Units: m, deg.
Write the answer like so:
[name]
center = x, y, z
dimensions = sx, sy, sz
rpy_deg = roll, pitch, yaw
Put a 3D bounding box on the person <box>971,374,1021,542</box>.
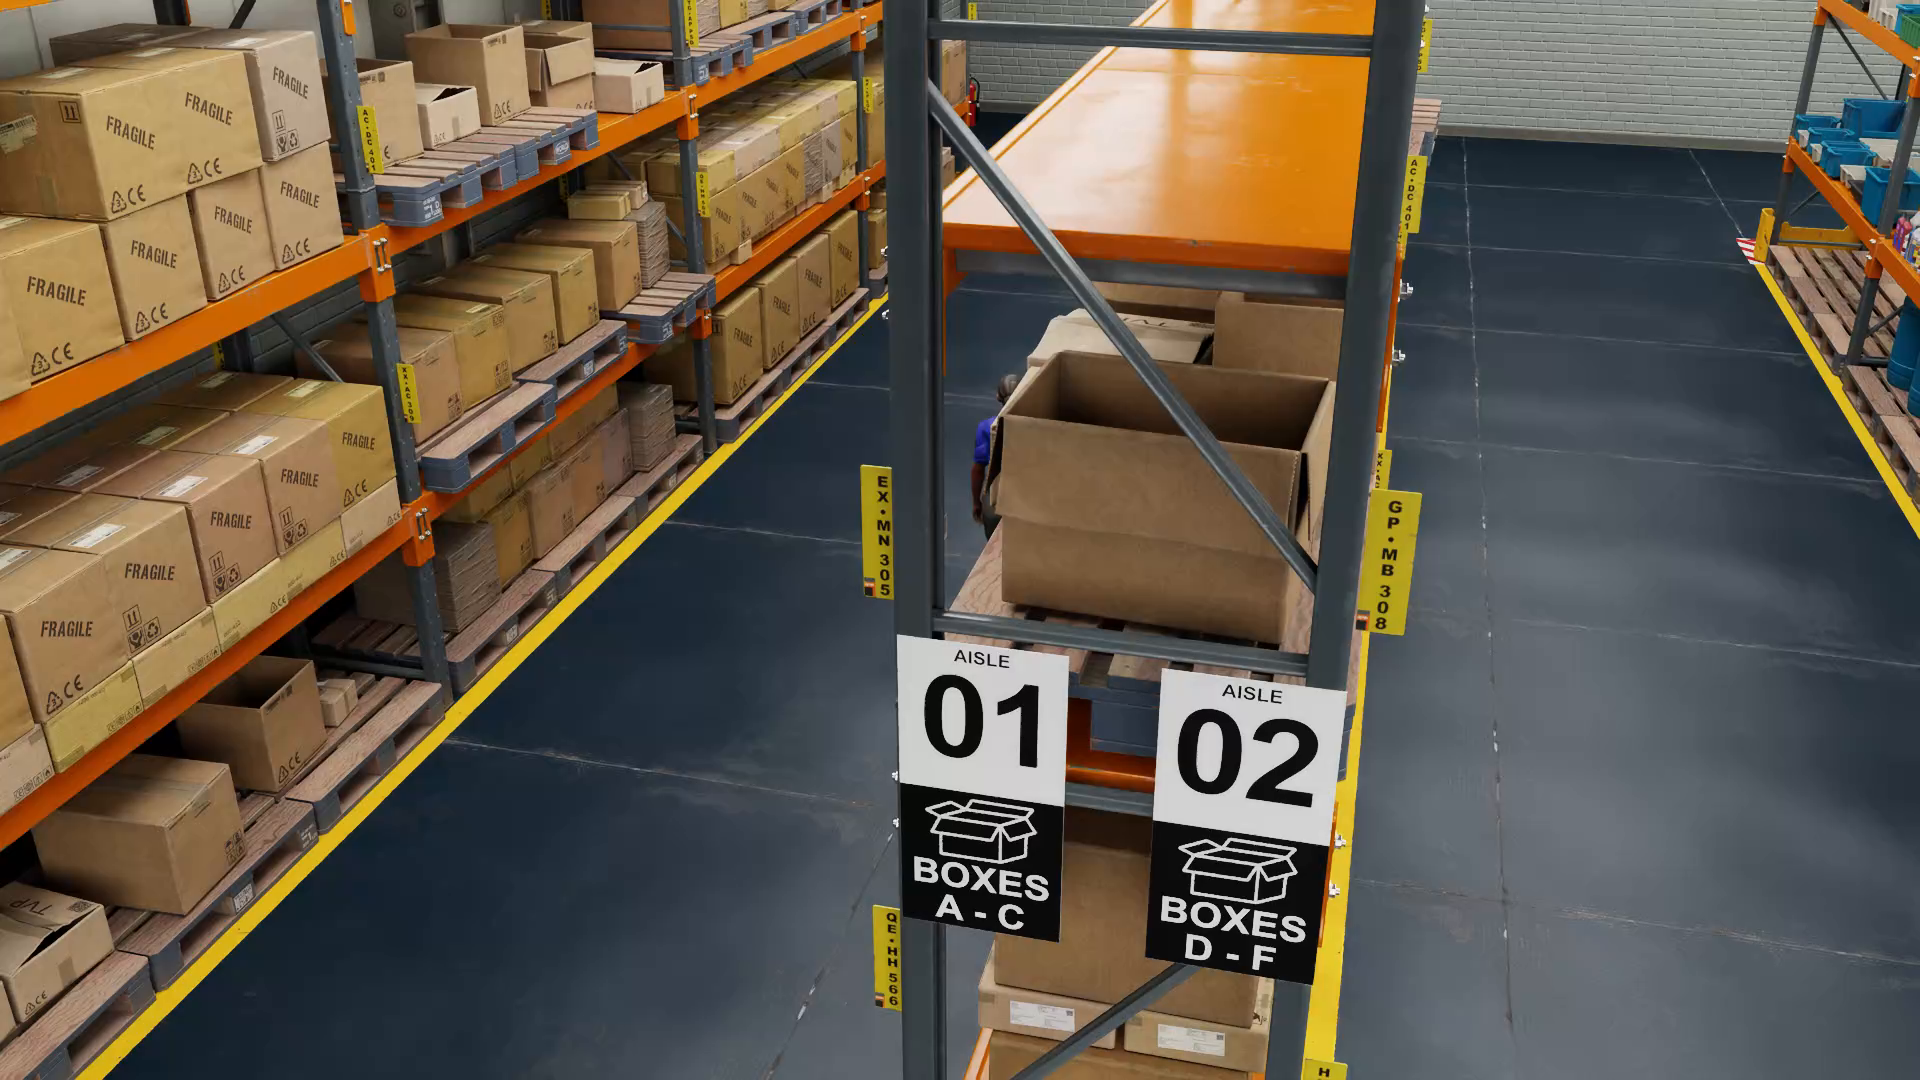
[person]
center = 0.336, -0.215, 10.154
dimensions = 0.528, 1.653, 0.403
rpy_deg = 5, 26, 11
